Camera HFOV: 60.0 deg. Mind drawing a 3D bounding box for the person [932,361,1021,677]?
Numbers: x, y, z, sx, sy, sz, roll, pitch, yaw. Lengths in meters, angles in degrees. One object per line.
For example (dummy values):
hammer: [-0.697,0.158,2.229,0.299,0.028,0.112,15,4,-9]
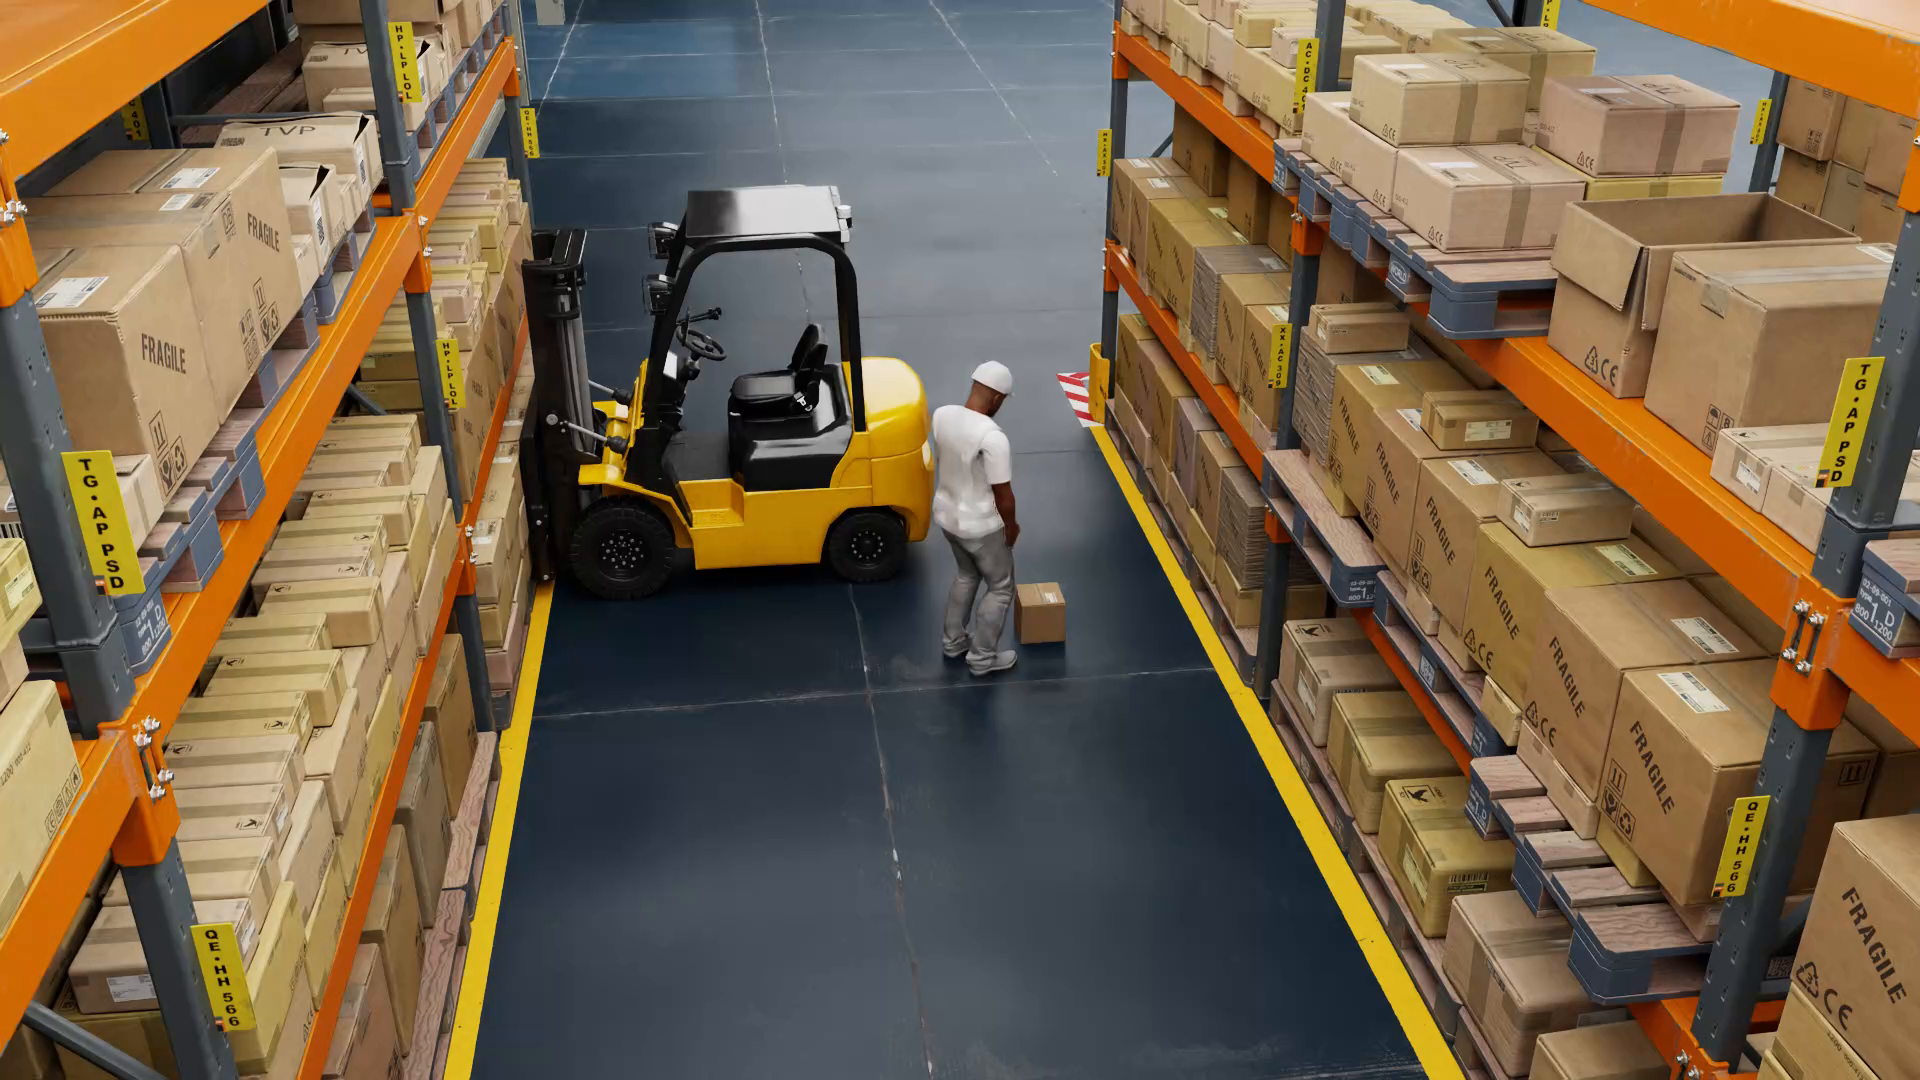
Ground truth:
person: [0.094,-0.126,8.894,0.453,1.717,0.591,-18,32,-31]
